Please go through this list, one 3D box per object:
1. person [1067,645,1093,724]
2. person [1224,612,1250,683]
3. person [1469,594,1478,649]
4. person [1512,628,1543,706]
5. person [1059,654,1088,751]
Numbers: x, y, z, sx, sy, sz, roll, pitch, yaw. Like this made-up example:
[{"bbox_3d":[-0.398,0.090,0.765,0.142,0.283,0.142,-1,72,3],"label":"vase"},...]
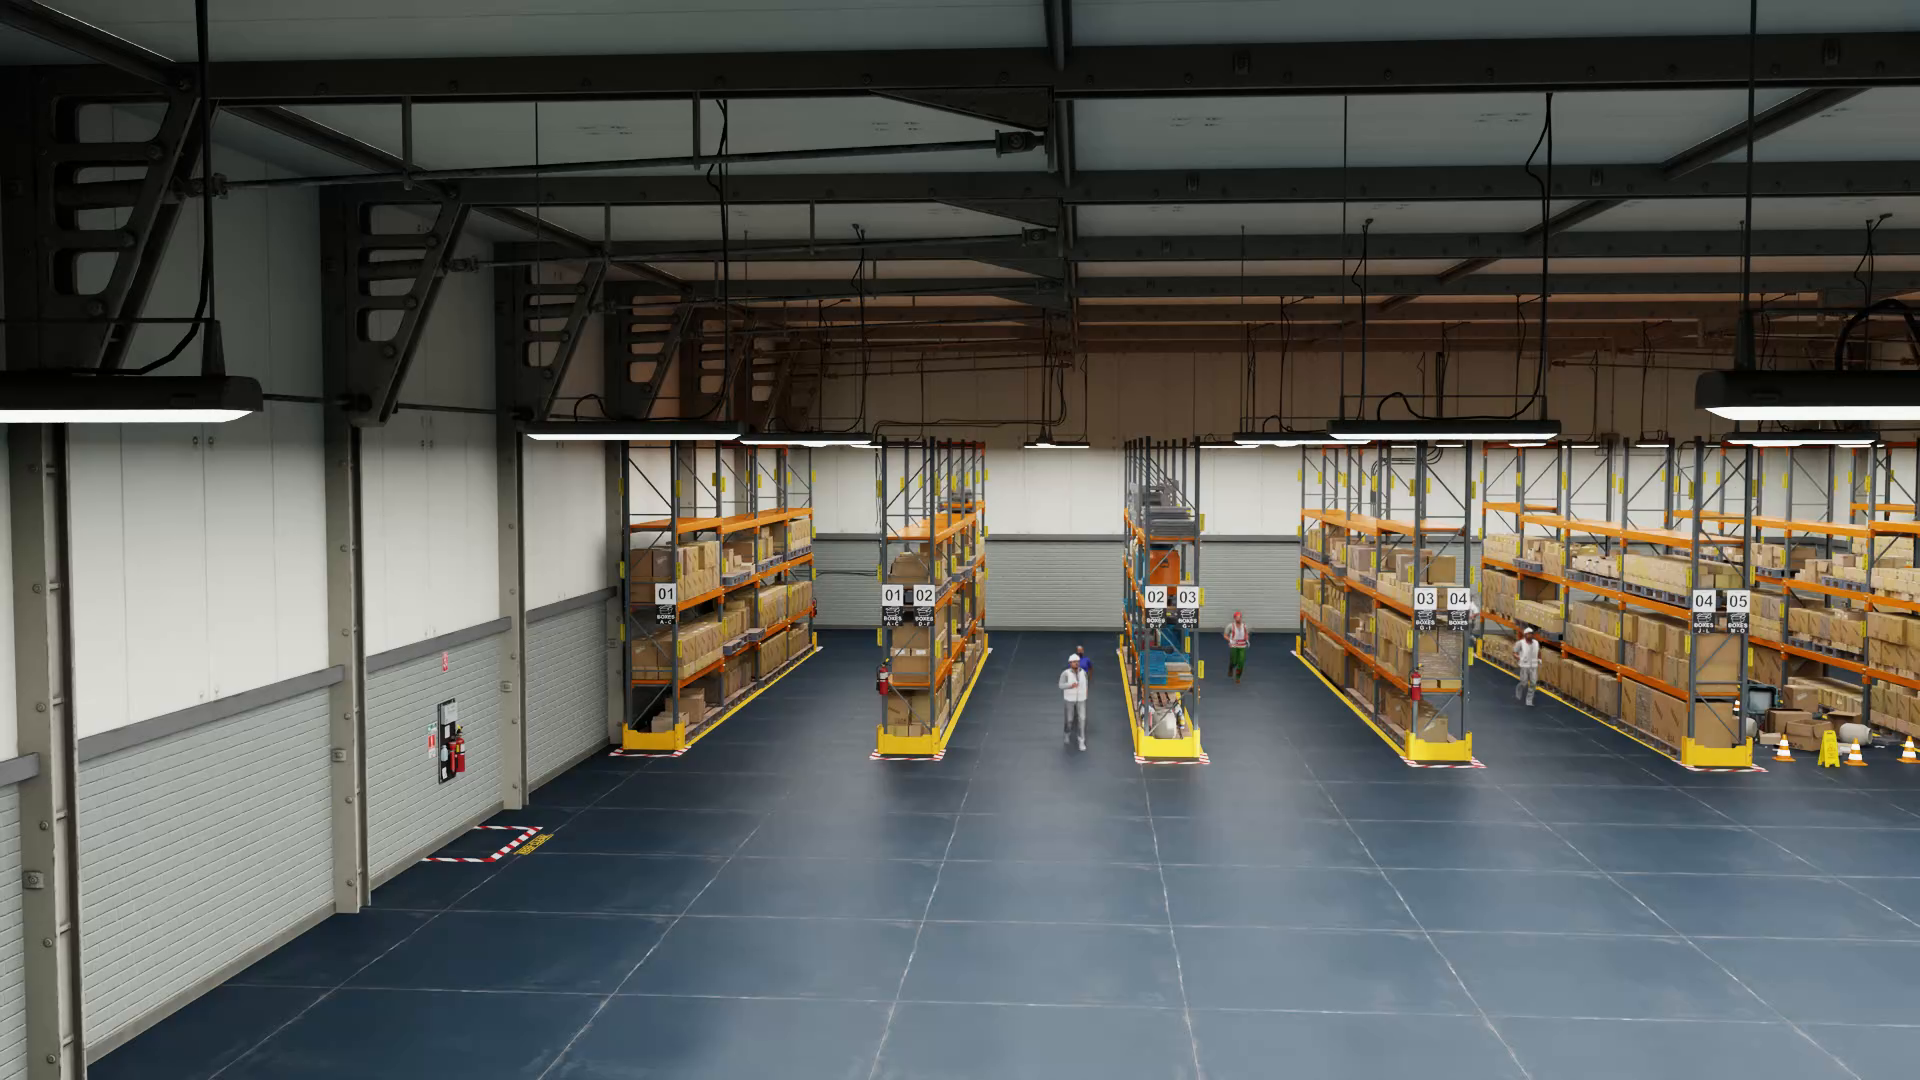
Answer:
[{"bbox_3d":[2.529,3.029,35.092,0.581,1.625,0.684,0,3,-1],"label":"person"},{"bbox_3d":[6.858,2.649,41.150,0.655,1.743,0.652,0,3,-9],"label":"person"},{"bbox_3d":[14.576,2.352,47.475,0.795,1.725,0.696,0,3,-7],"label":"person"},{"bbox_3d":[12.780,2.846,37.442,0.687,1.743,0.704,0,3,-3],"label":"person"},{"bbox_3d":[2.196,3.108,32.079,0.658,1.829,0.822,-1,3,-11],"label":"person"}]
